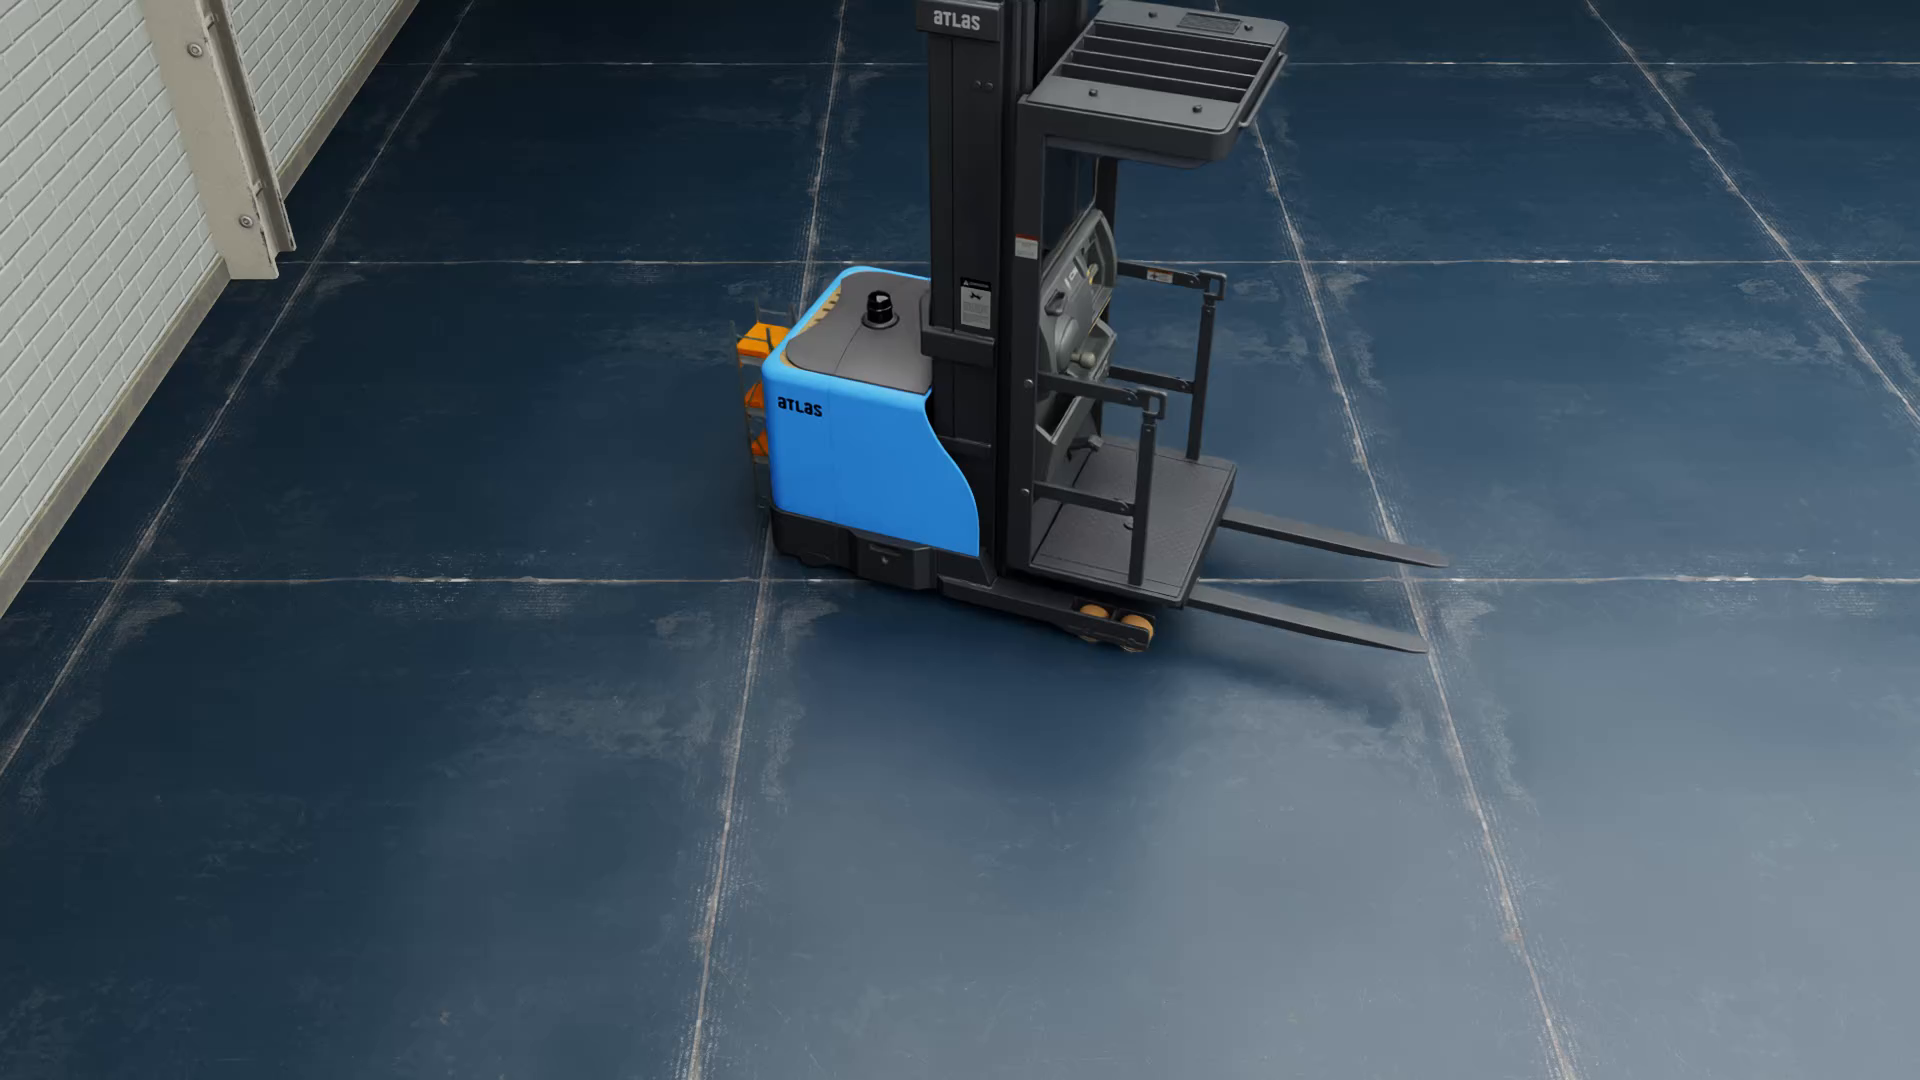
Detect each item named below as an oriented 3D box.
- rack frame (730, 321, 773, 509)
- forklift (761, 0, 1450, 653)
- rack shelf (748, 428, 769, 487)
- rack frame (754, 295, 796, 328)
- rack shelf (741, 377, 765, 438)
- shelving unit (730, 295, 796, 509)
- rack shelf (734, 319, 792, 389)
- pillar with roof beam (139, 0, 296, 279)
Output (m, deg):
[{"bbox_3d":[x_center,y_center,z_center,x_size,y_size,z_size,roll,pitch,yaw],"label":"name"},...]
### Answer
[{"bbox_3d":[-0.931,-0.561,7.848,0.200,1.050,0.008,12,40,18],"label":"rack frame"},{"bbox_3d":[0.685,-1.023,6.929,3.031,2.935,1.130,13,41,16],"label":"forklift"},{"bbox_3d":[-0.874,-0.404,8.113,0.215,0.259,0.240,12,40,18],"label":"rack shelf"},{"bbox_3d":[-0.841,-0.703,8.026,0.200,1.050,0.008,12,40,18],"label":"rack frame"},{"bbox_3d":[-0.886,-0.624,7.943,0.215,0.259,0.240,12,40,18],"label":"rack shelf"},{"bbox_3d":[-0.886,-0.632,7.937,0.215,1.050,0.252,12,40,18],"label":"shelving unit"},{"bbox_3d":[-0.897,-0.848,7.770,0.215,0.259,0.240,12,40,18],"label":"rack shelf"},{"bbox_3d":[0.062,-5.200,7.288,9.100,9.000,0.400,0,39,0],"label":"pillar with roof beam"}]
